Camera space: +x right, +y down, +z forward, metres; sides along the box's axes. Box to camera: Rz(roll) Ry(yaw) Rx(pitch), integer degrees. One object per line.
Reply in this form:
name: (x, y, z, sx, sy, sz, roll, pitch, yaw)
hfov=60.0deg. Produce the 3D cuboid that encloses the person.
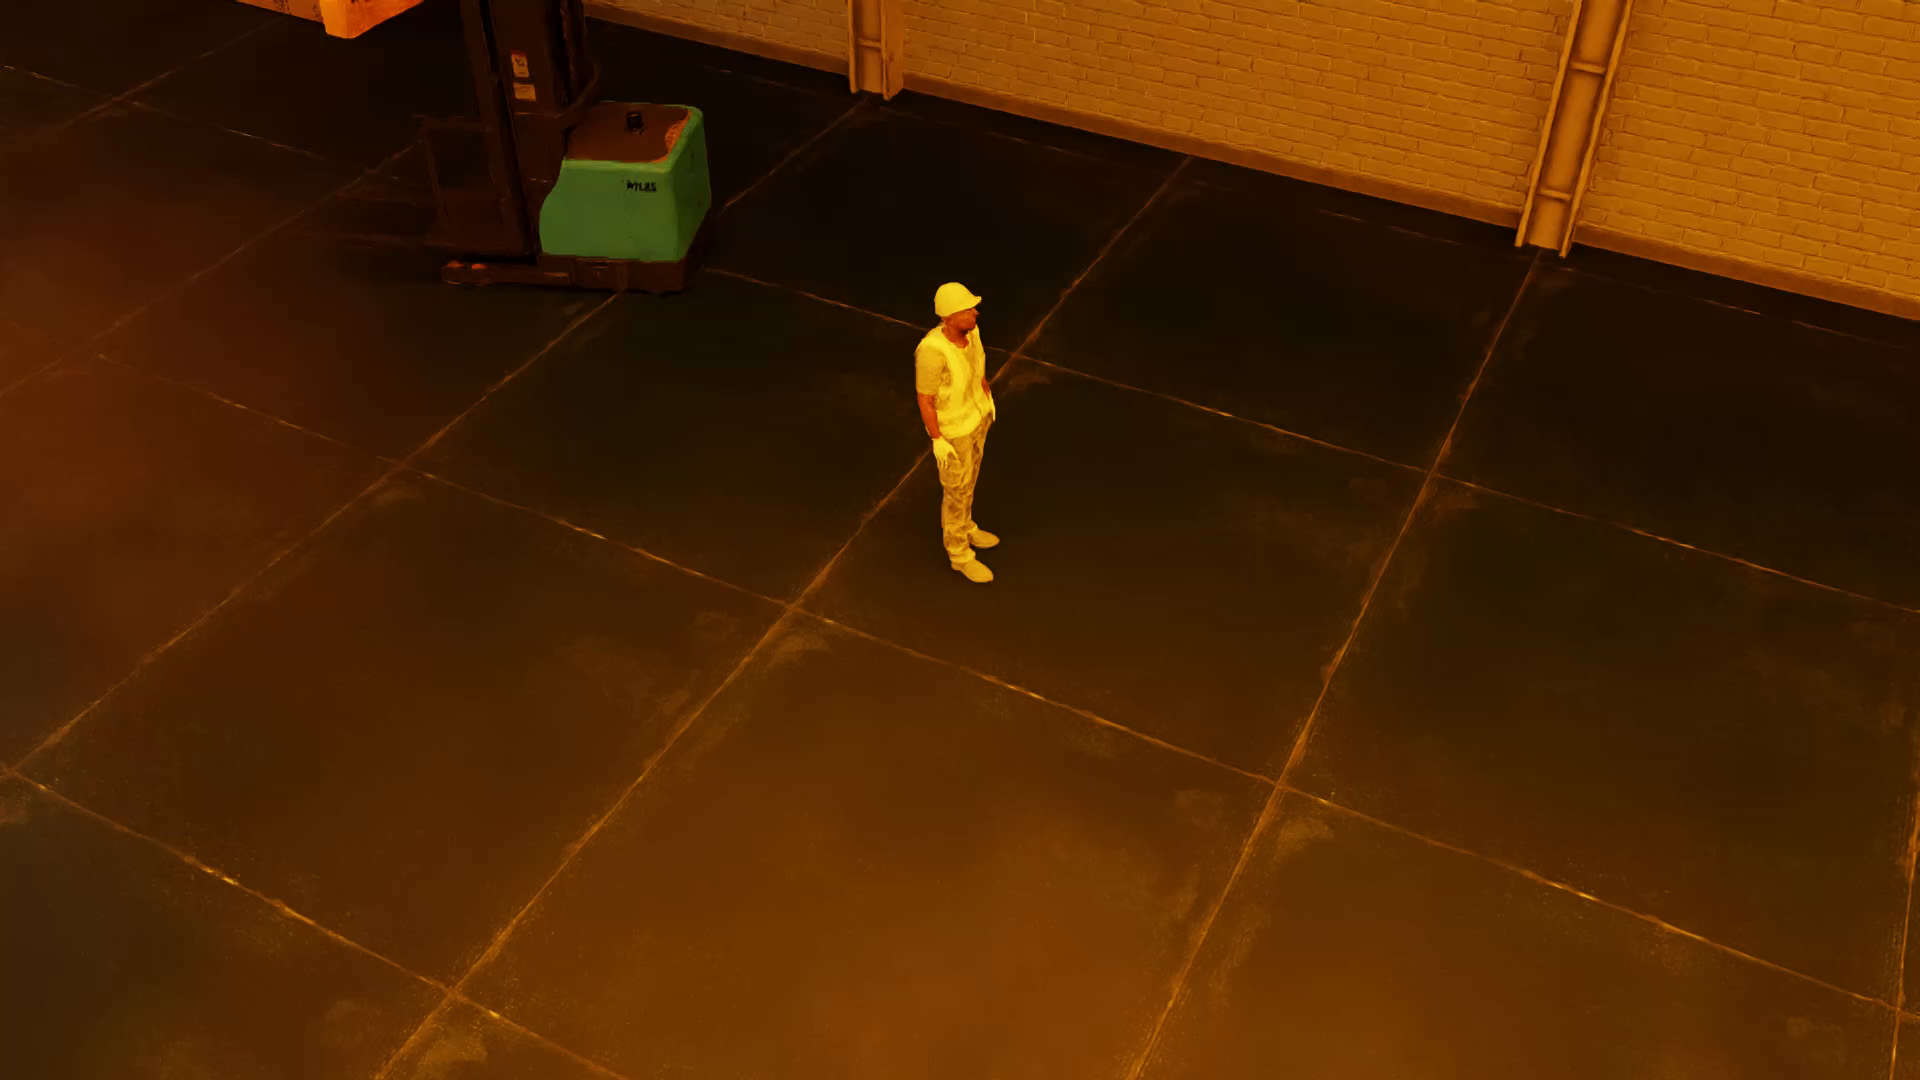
person: (0.060, -0.661, 9.652, 0.576, 1.782, 0.655, 18, 43, 21)

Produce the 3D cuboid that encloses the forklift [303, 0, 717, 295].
forklift: (-3.469, -3.369, 11.987, 3.031, 2.935, 1.130, 5, 40, 6)
